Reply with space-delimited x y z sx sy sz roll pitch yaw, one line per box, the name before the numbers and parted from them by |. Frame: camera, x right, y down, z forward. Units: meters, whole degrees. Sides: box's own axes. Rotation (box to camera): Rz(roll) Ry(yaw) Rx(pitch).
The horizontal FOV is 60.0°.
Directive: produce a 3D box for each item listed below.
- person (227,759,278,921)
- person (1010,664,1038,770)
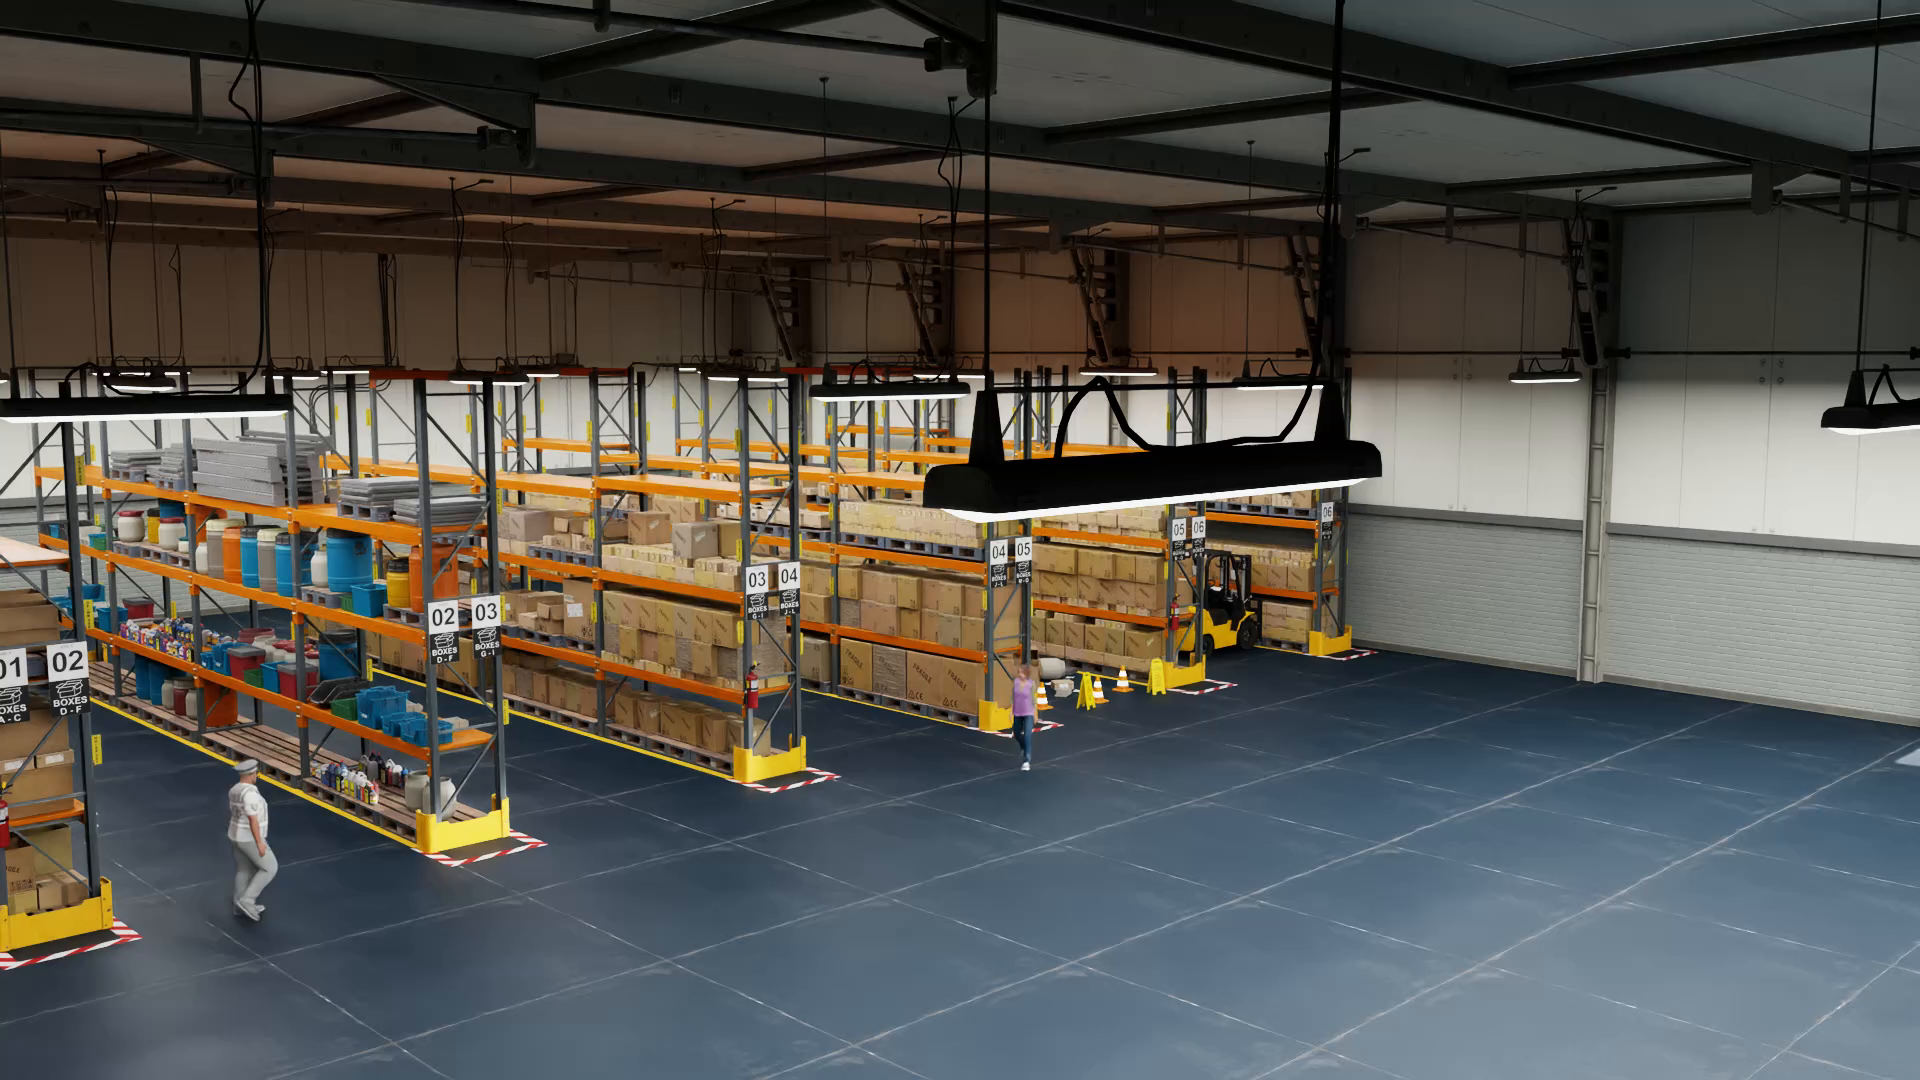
person | -7.959 3.354 18.631 0.441 1.782 0.572 -6 9 -43
person | 1.002 2.669 25.452 0.405 1.588 0.690 3 7 27
